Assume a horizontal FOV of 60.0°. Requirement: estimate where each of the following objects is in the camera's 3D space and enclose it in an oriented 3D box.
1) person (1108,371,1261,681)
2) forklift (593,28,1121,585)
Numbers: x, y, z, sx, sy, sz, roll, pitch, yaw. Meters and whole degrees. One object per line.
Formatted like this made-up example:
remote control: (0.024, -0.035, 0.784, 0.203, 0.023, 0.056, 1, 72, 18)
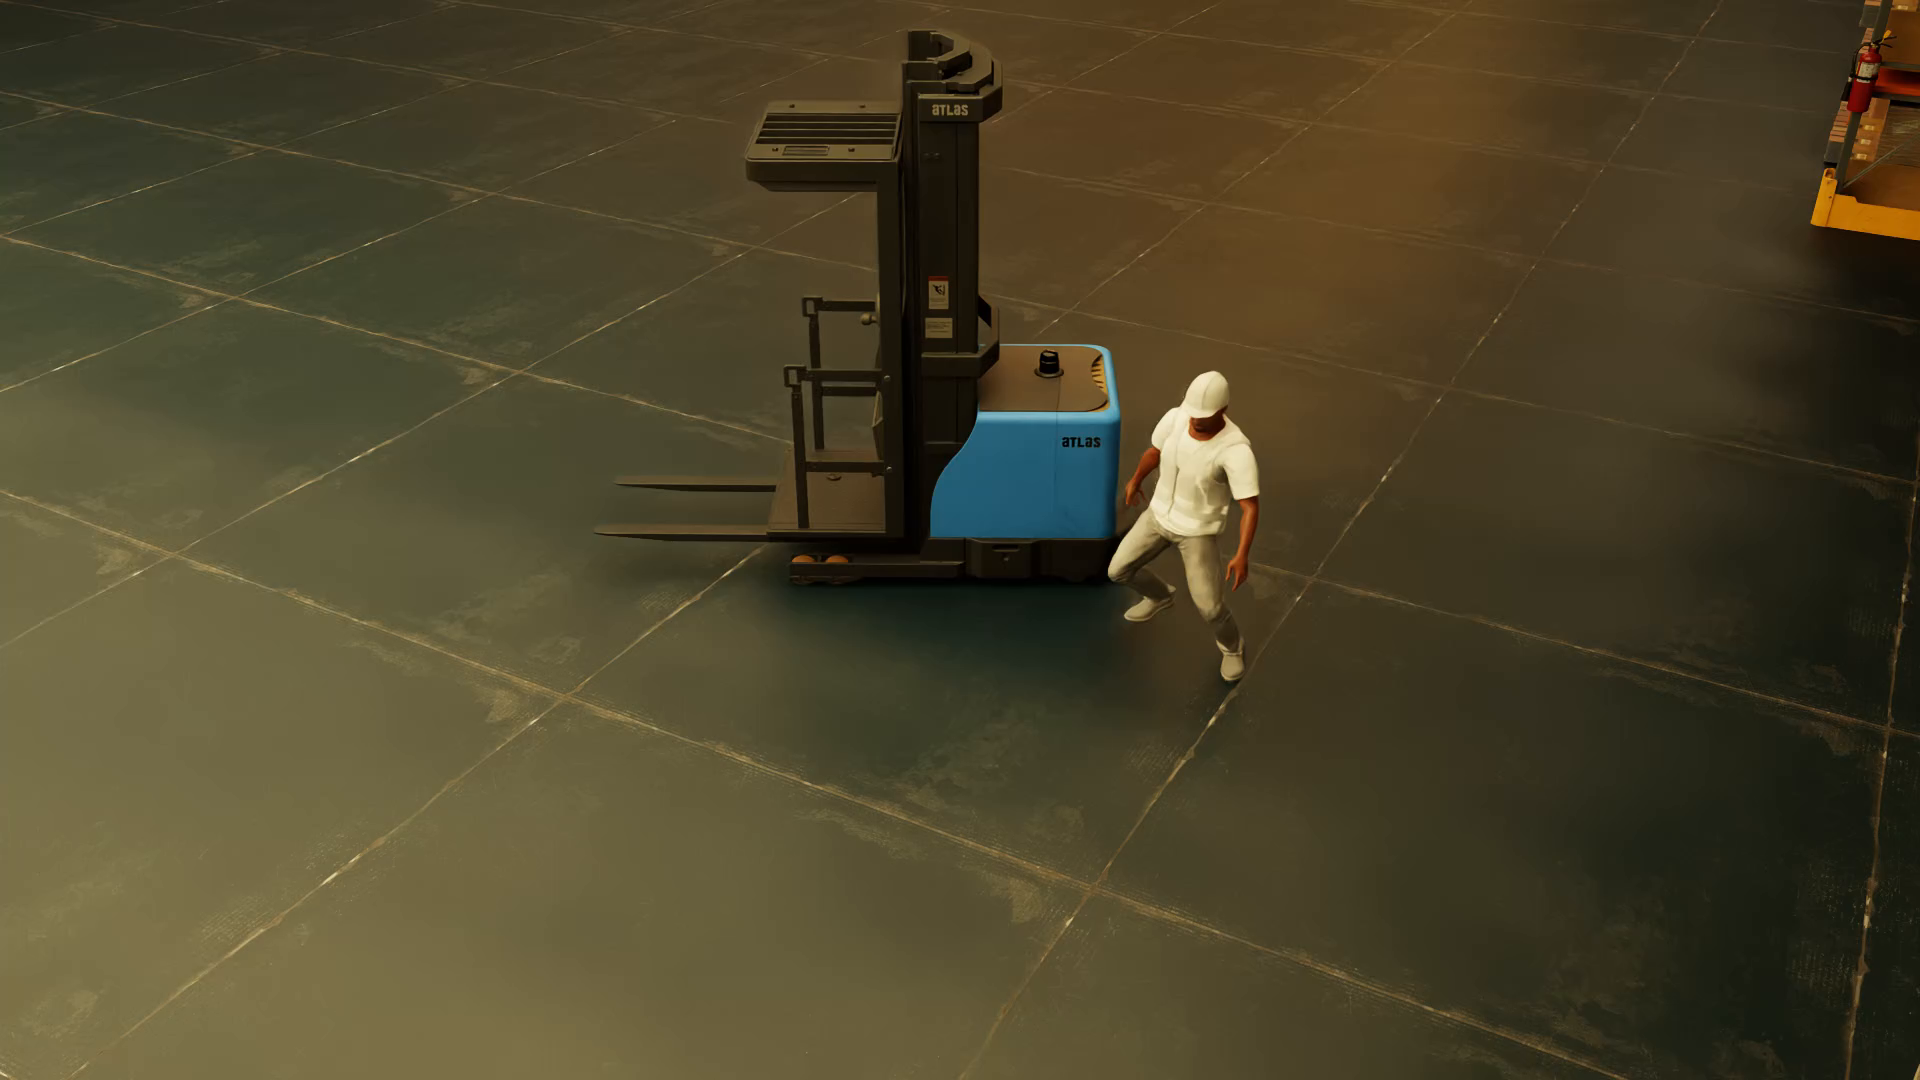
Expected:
person: (1.155, -0.114, 8.552, 0.538, 1.664, 0.968, -21, 36, -32)
forklift: (-0.610, -1.275, 9.279, 3.031, 2.935, 1.130, 0, 30, 1)
